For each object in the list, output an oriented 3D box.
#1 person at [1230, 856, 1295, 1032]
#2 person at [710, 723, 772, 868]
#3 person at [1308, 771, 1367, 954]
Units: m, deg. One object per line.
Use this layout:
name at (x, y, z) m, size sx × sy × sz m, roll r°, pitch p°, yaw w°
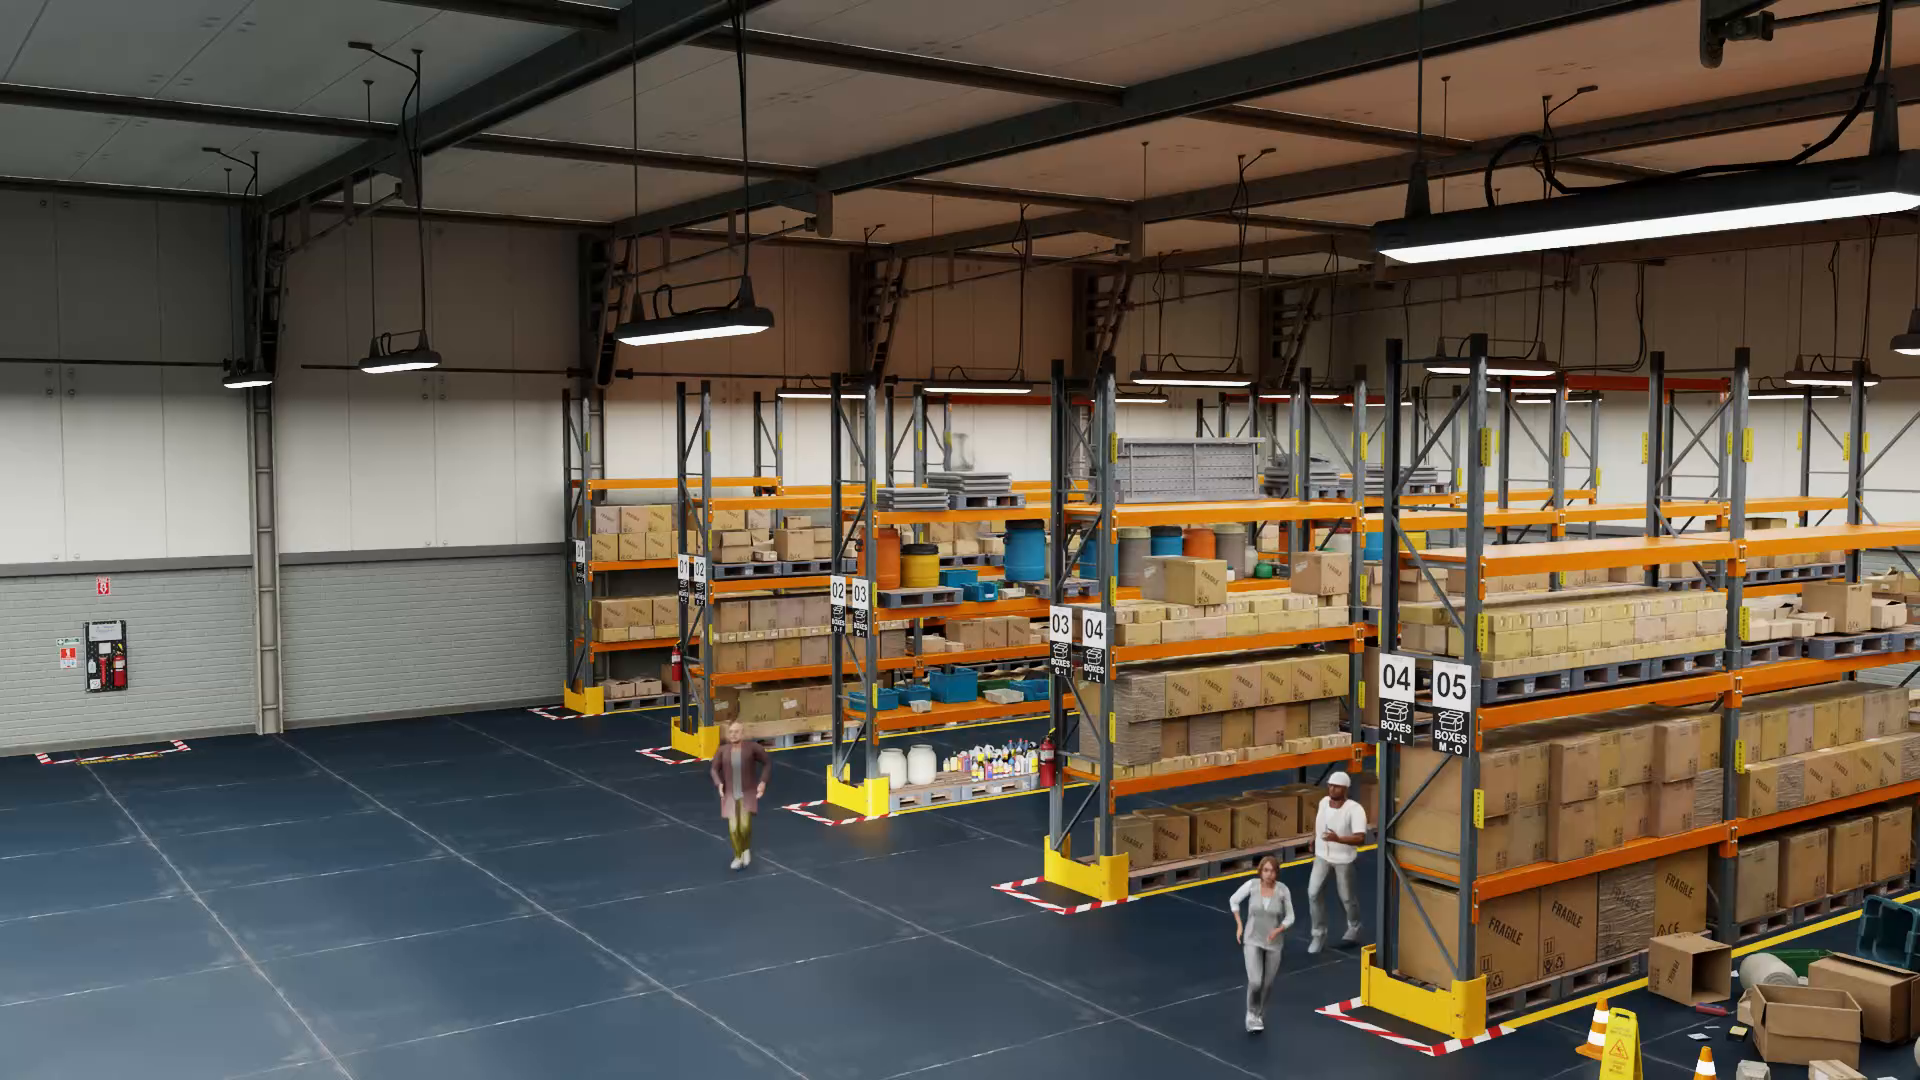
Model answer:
person at (2.588, 3.457, 14.215) m, size 0.529 × 1.555 × 0.574 m, roll 0°, pitch 4°, yaw 3°
person at (-2.616, 3.032, 19.670) m, size 0.722 × 1.737 × 0.607 m, roll 0°, pitch 4°, yaw 4°
person at (3.754, 3.218, 16.611) m, size 0.674 × 1.830 × 0.764 m, roll 3°, pitch 5°, yaw 41°
